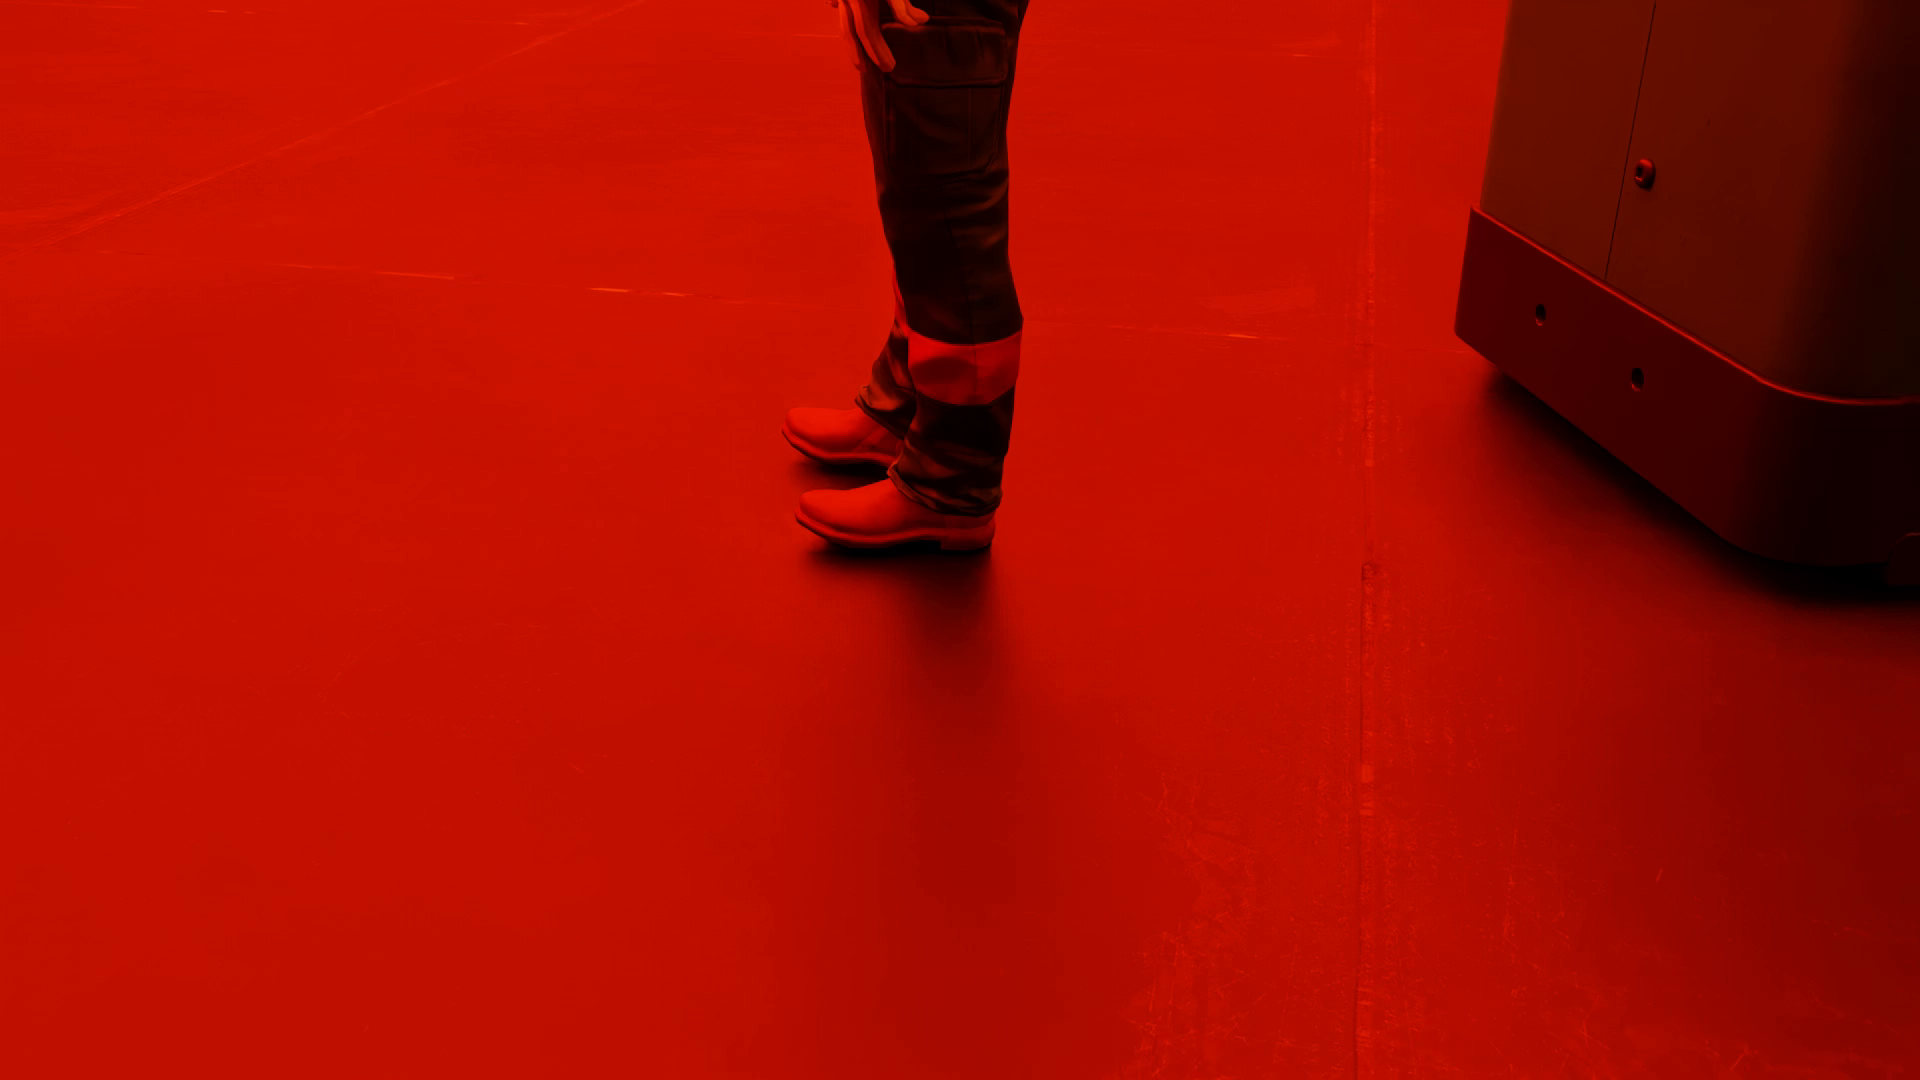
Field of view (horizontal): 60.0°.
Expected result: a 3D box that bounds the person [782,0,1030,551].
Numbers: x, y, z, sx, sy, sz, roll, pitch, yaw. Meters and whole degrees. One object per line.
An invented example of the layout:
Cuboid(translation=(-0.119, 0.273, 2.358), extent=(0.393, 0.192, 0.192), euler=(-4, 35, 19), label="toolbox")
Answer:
Cuboid(translation=(-0.076, -0.819, 2.120), extent=(0.562, 1.790, 0.637), euler=(6, 27, 11), label="person")

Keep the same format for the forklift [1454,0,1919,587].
Cuboid(translation=(2.490, -1.554, 2.326), extent=(3.031, 2.935, 1.130), euler=(-5, 27, -9), label="forklift")
